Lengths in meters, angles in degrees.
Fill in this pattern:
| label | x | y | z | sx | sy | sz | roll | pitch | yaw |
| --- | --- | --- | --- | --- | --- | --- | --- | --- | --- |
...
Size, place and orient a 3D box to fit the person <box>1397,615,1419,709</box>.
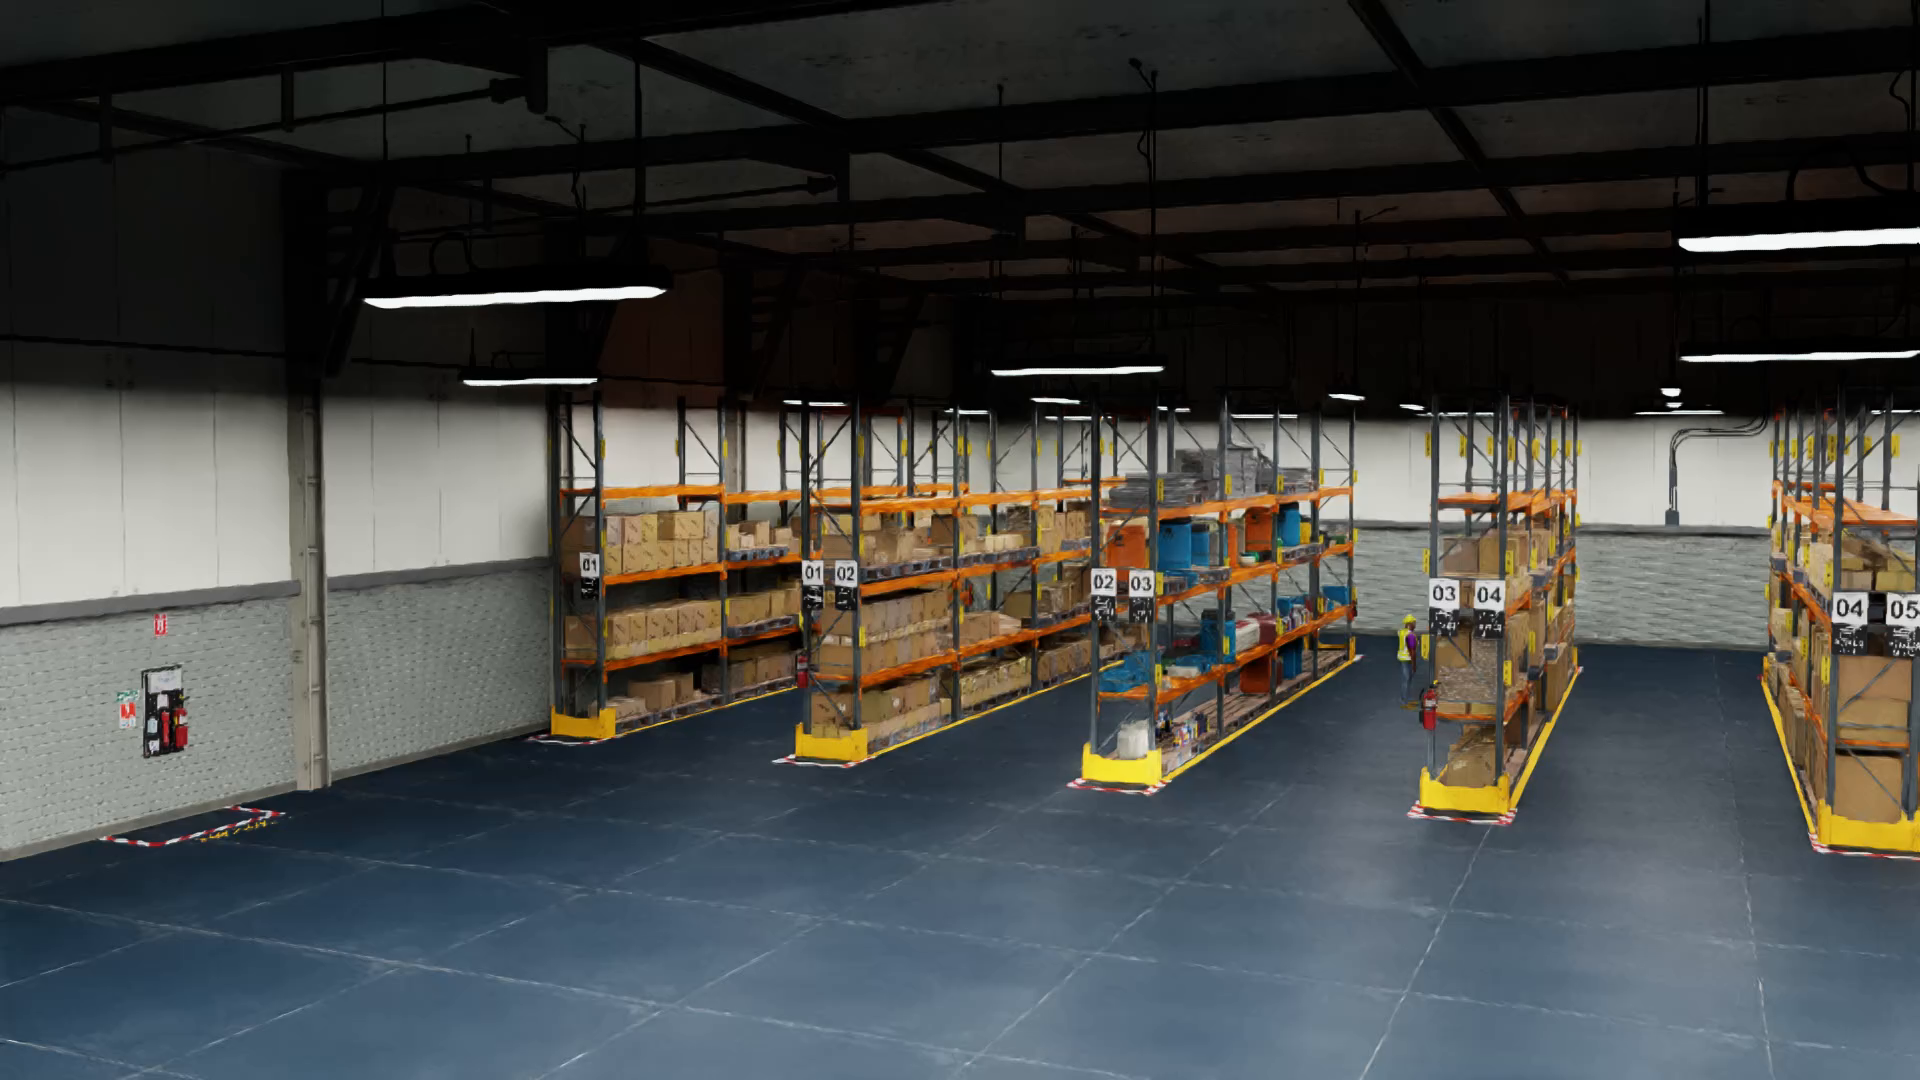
| label | x | y | z | sx | sy | sz | roll | pitch | yaw |
| --- | --- | --- | --- | --- | --- | --- | --- | --- | --- |
| person | 8.683 | 2.328 | 32.055 | 0.462 | 1.772 | 0.649 | 0 | 3 | -6 |
